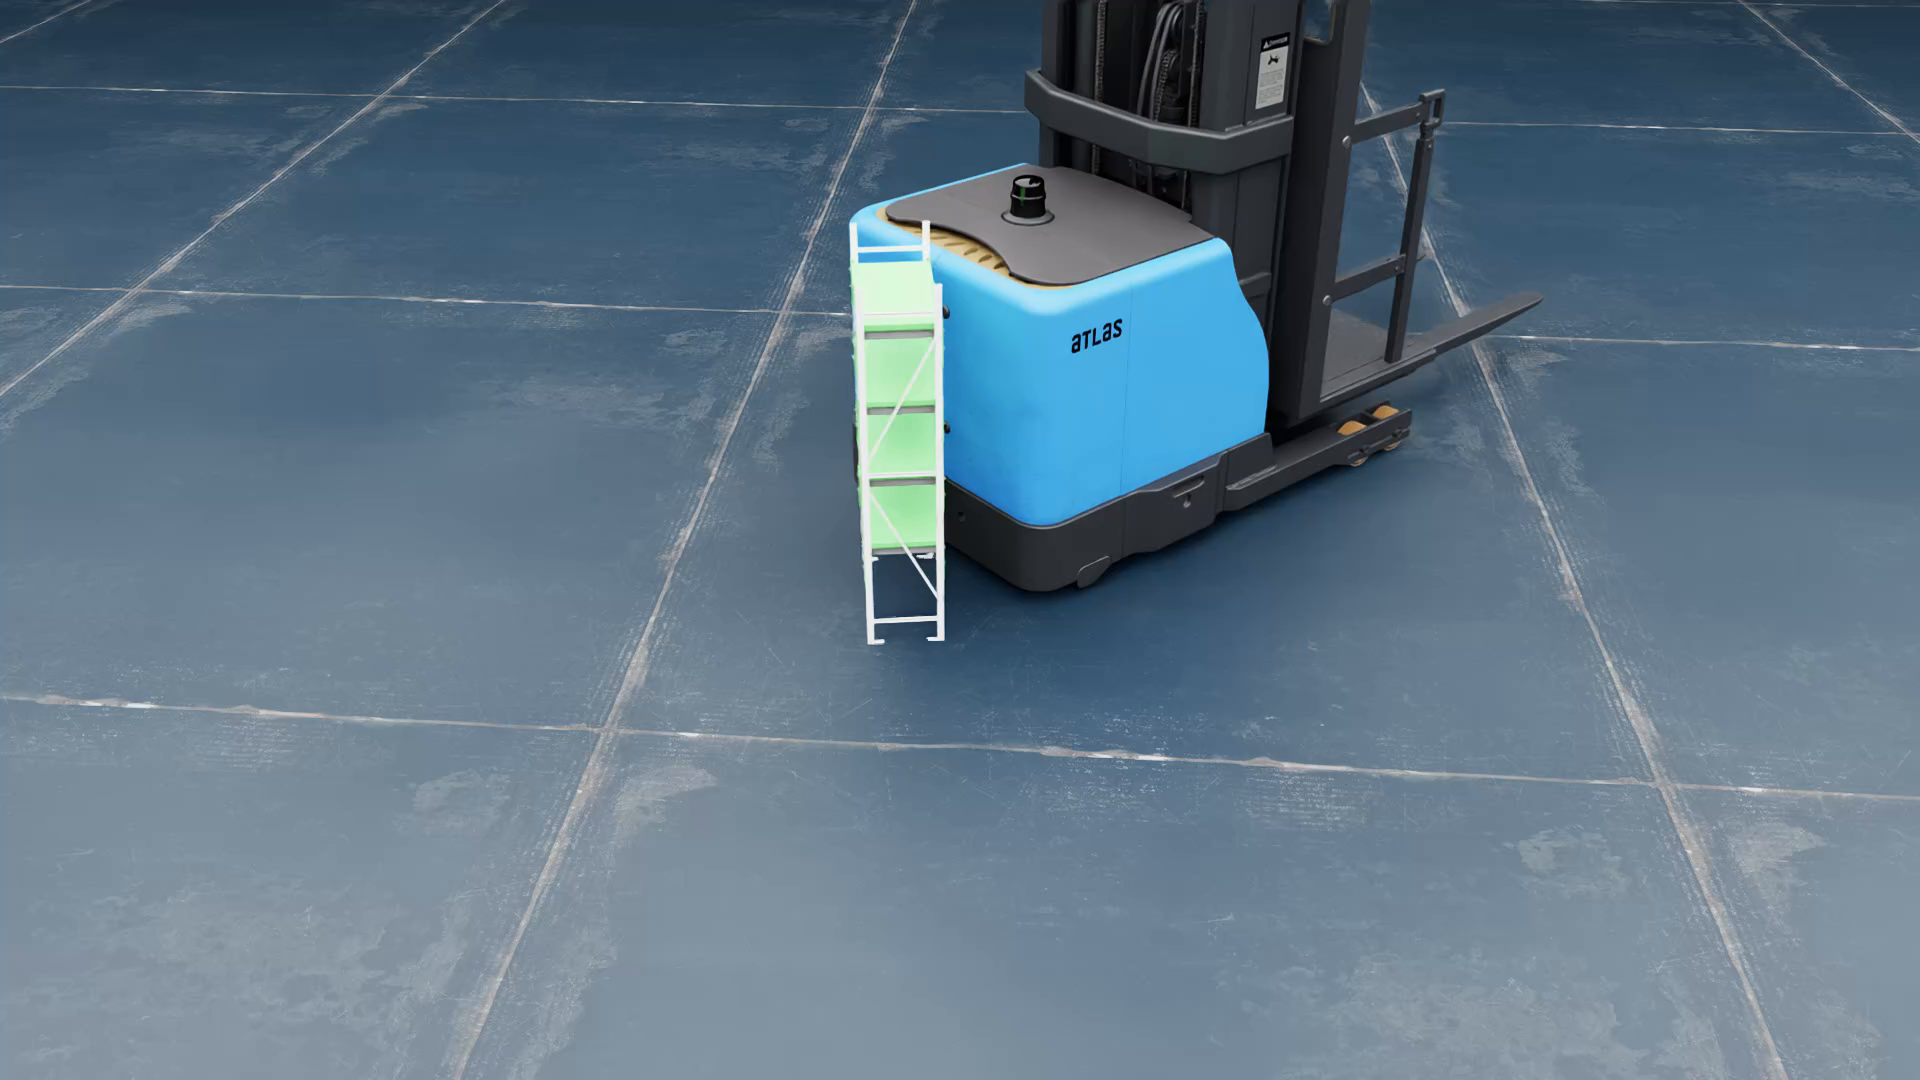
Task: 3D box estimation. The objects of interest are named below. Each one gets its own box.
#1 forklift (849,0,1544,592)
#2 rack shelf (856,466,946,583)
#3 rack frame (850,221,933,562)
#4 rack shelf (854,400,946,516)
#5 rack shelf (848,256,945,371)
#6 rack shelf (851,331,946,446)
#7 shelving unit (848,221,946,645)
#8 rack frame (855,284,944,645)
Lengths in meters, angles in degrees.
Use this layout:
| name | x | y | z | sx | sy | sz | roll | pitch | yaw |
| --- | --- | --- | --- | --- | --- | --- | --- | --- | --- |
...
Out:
| name | x | y | z | sx | sy | sz | roll | pitch | yaw |
| --- | --- | --- | --- | --- | --- | --- | --- | --- | --- |
| forklift | 1.078 | -1.714 | 5.737 | 3.031 | 2.935 | 1.130 | -23 | 39 | -33 |
| rack shelf | -0.191 | -0.060 | 5.283 | 0.258 | 0.148 | 0.480 | -3 | 32 | -4 |
| rack frame | -0.212 | -0.446 | 5.330 | 0.240 | 1.200 | 0.015 | -3 | 32 | -4 |
| rack shelf | -0.191 | -0.264 | 5.157 | 0.258 | 0.148 | 0.480 | -3 | 32 | -4 |
| rack shelf | -0.191 | -0.673 | 4.905 | 0.258 | 0.148 | 0.480 | -3 | 32 | -4 |
| rack shelf | -0.191 | -0.469 | 5.031 | 0.258 | 0.148 | 0.480 | -3 | 32 | -4 |
| shelving unit | -0.191 | -0.319 | 5.123 | 0.258 | 1.200 | 0.503 | -3 | 32 | -4 |
| rack frame | -0.170 | -0.191 | 4.917 | 0.240 | 1.200 | 0.015 | -3 | 32 | -4 |
